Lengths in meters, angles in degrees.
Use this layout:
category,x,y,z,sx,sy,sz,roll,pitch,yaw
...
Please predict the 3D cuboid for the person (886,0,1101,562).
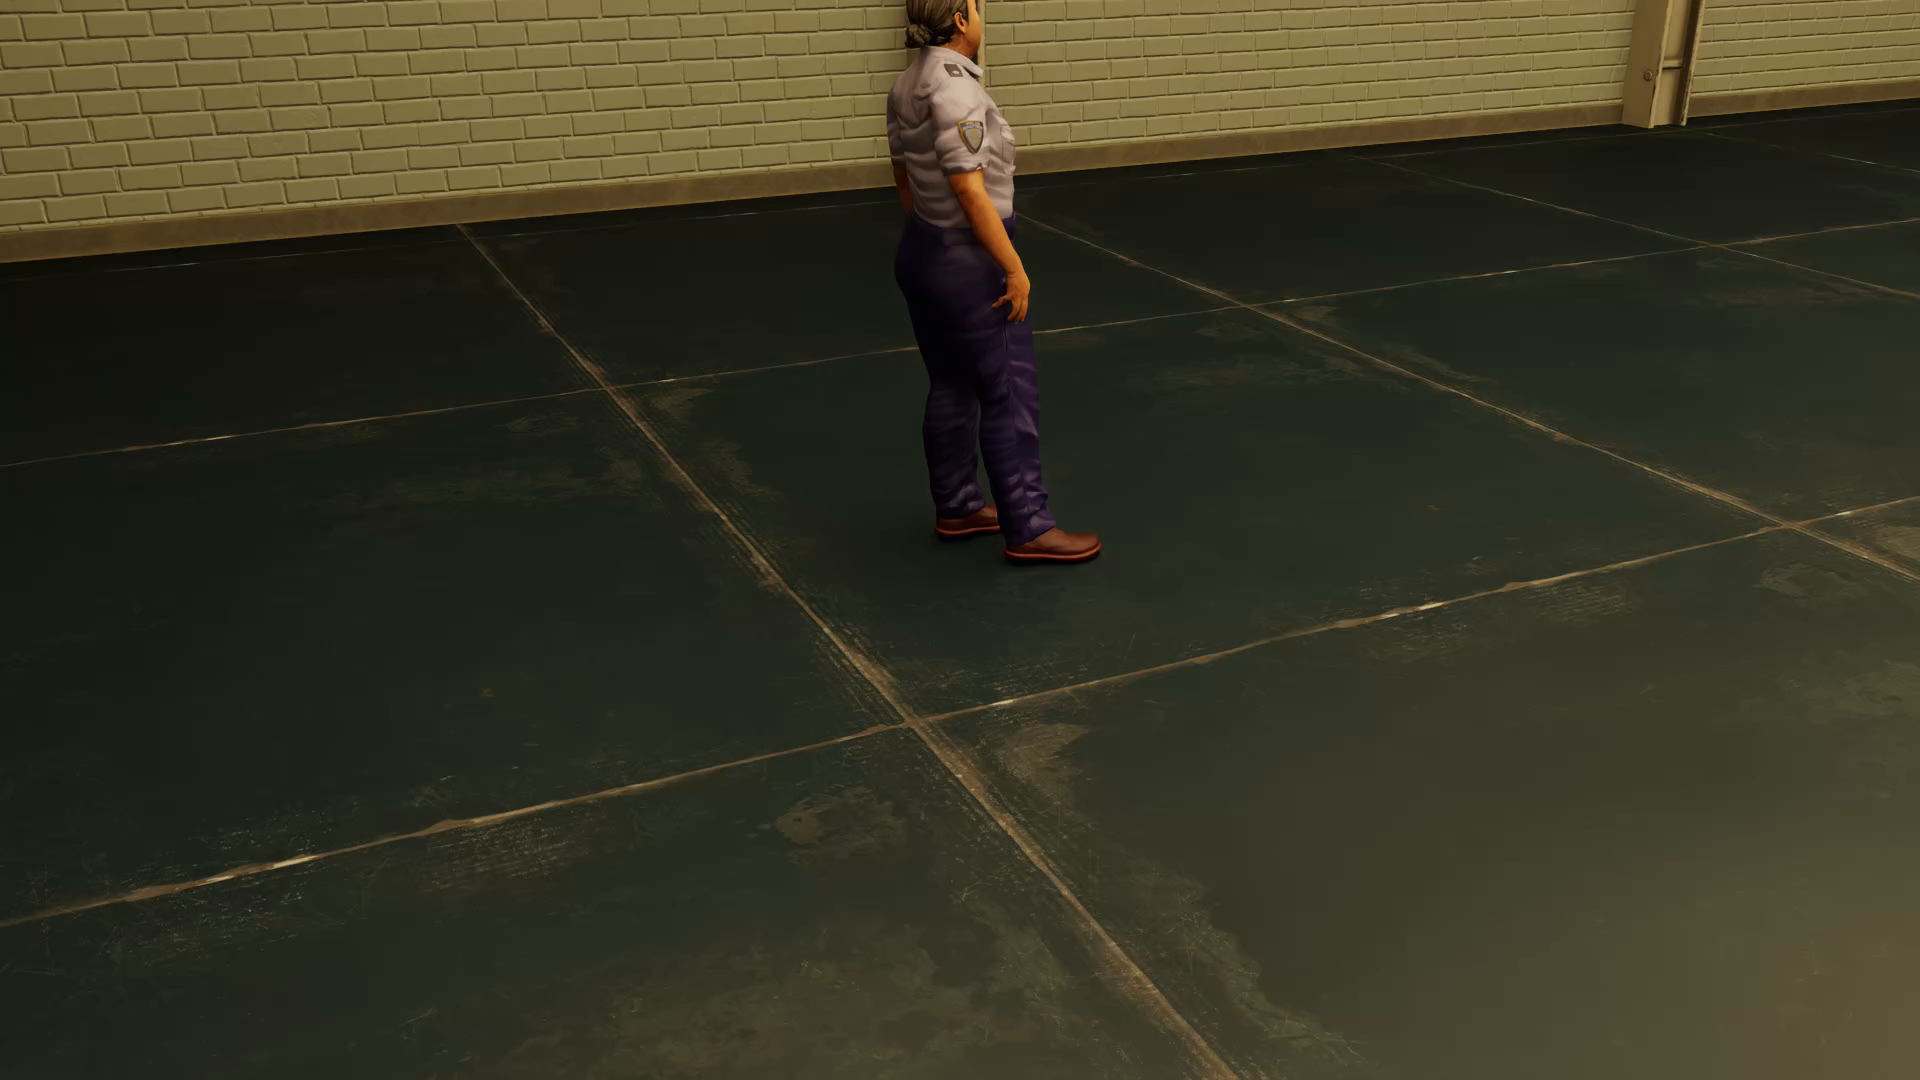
category,x,y,z,sx,sy,sz,roll,pitch,yaw
person,0.091,-0.768,4.806,0.502,1.638,0.598,-10,25,-23
